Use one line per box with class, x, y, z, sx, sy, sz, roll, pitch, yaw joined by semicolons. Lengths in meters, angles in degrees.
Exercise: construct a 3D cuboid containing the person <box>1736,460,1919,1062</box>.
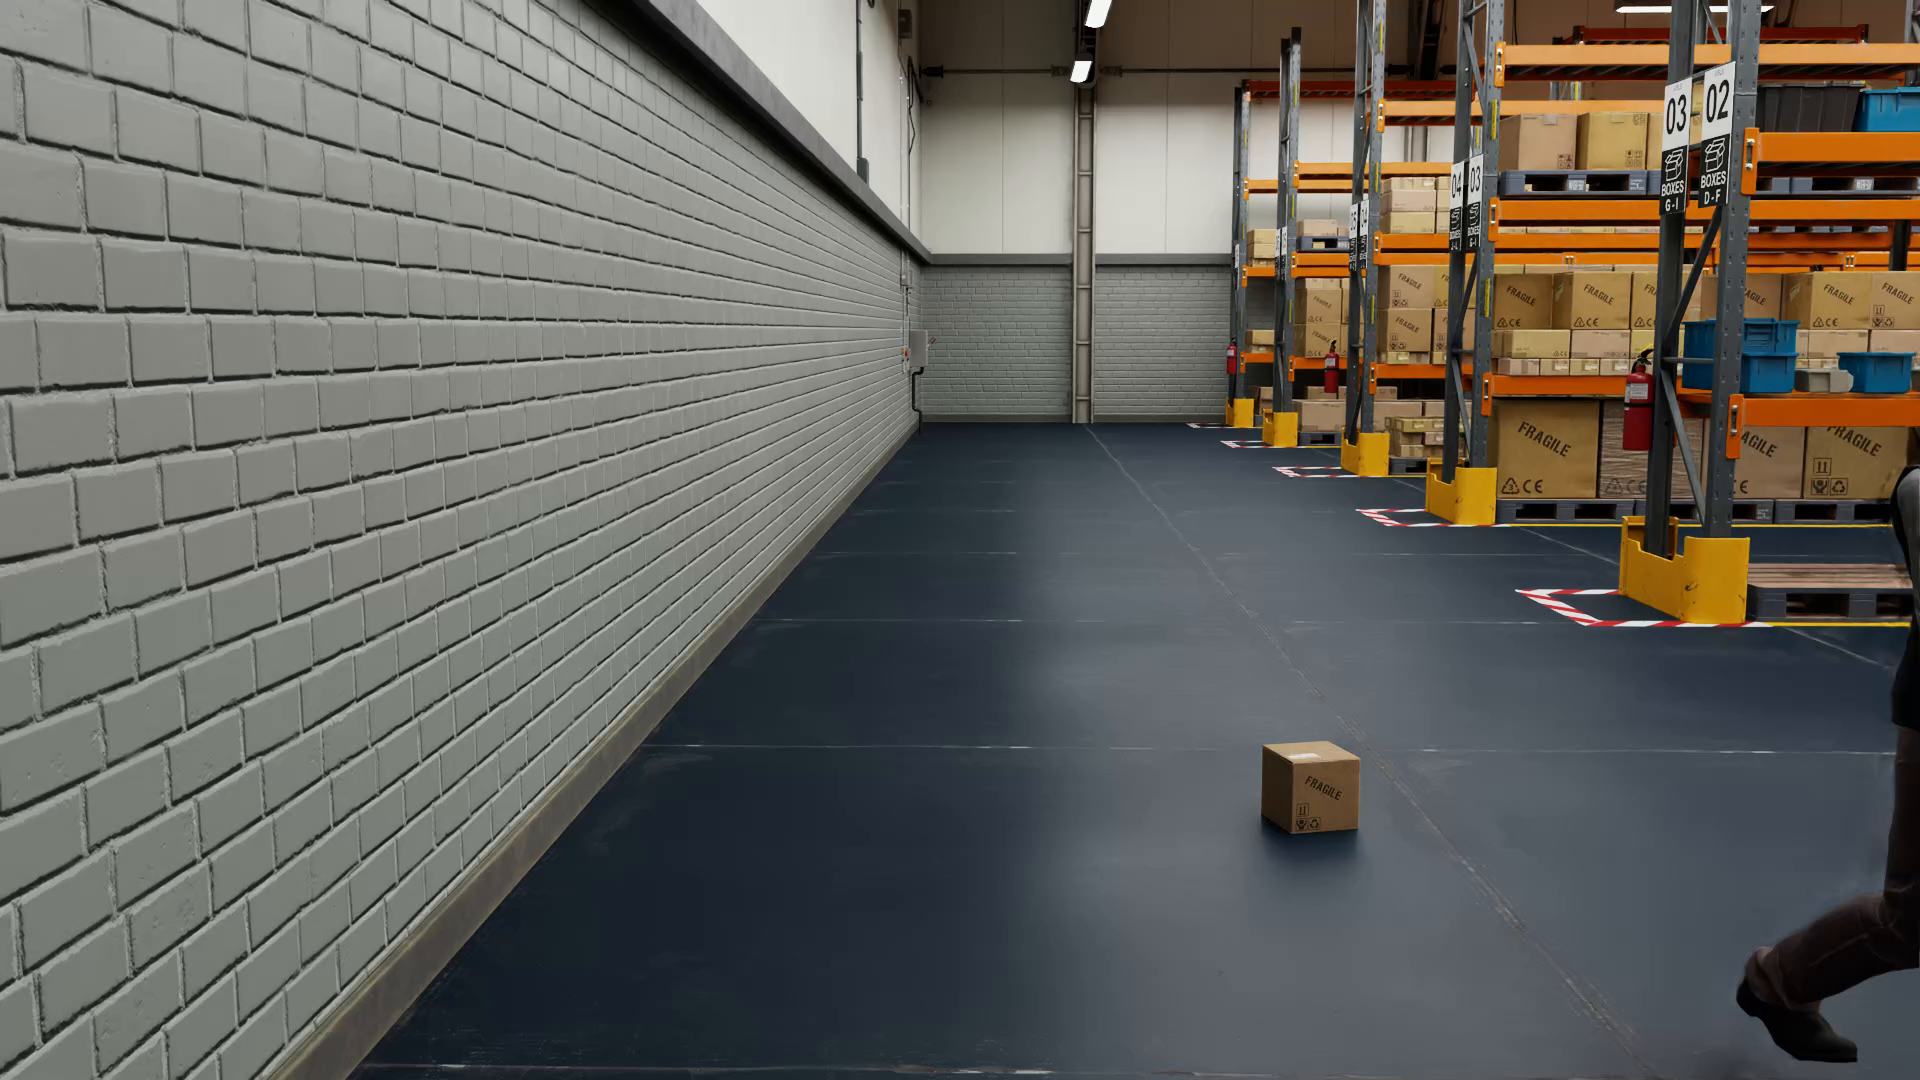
person;2.126;0.408;3.401;0.533;1.677;0.977;-4;8;-27
